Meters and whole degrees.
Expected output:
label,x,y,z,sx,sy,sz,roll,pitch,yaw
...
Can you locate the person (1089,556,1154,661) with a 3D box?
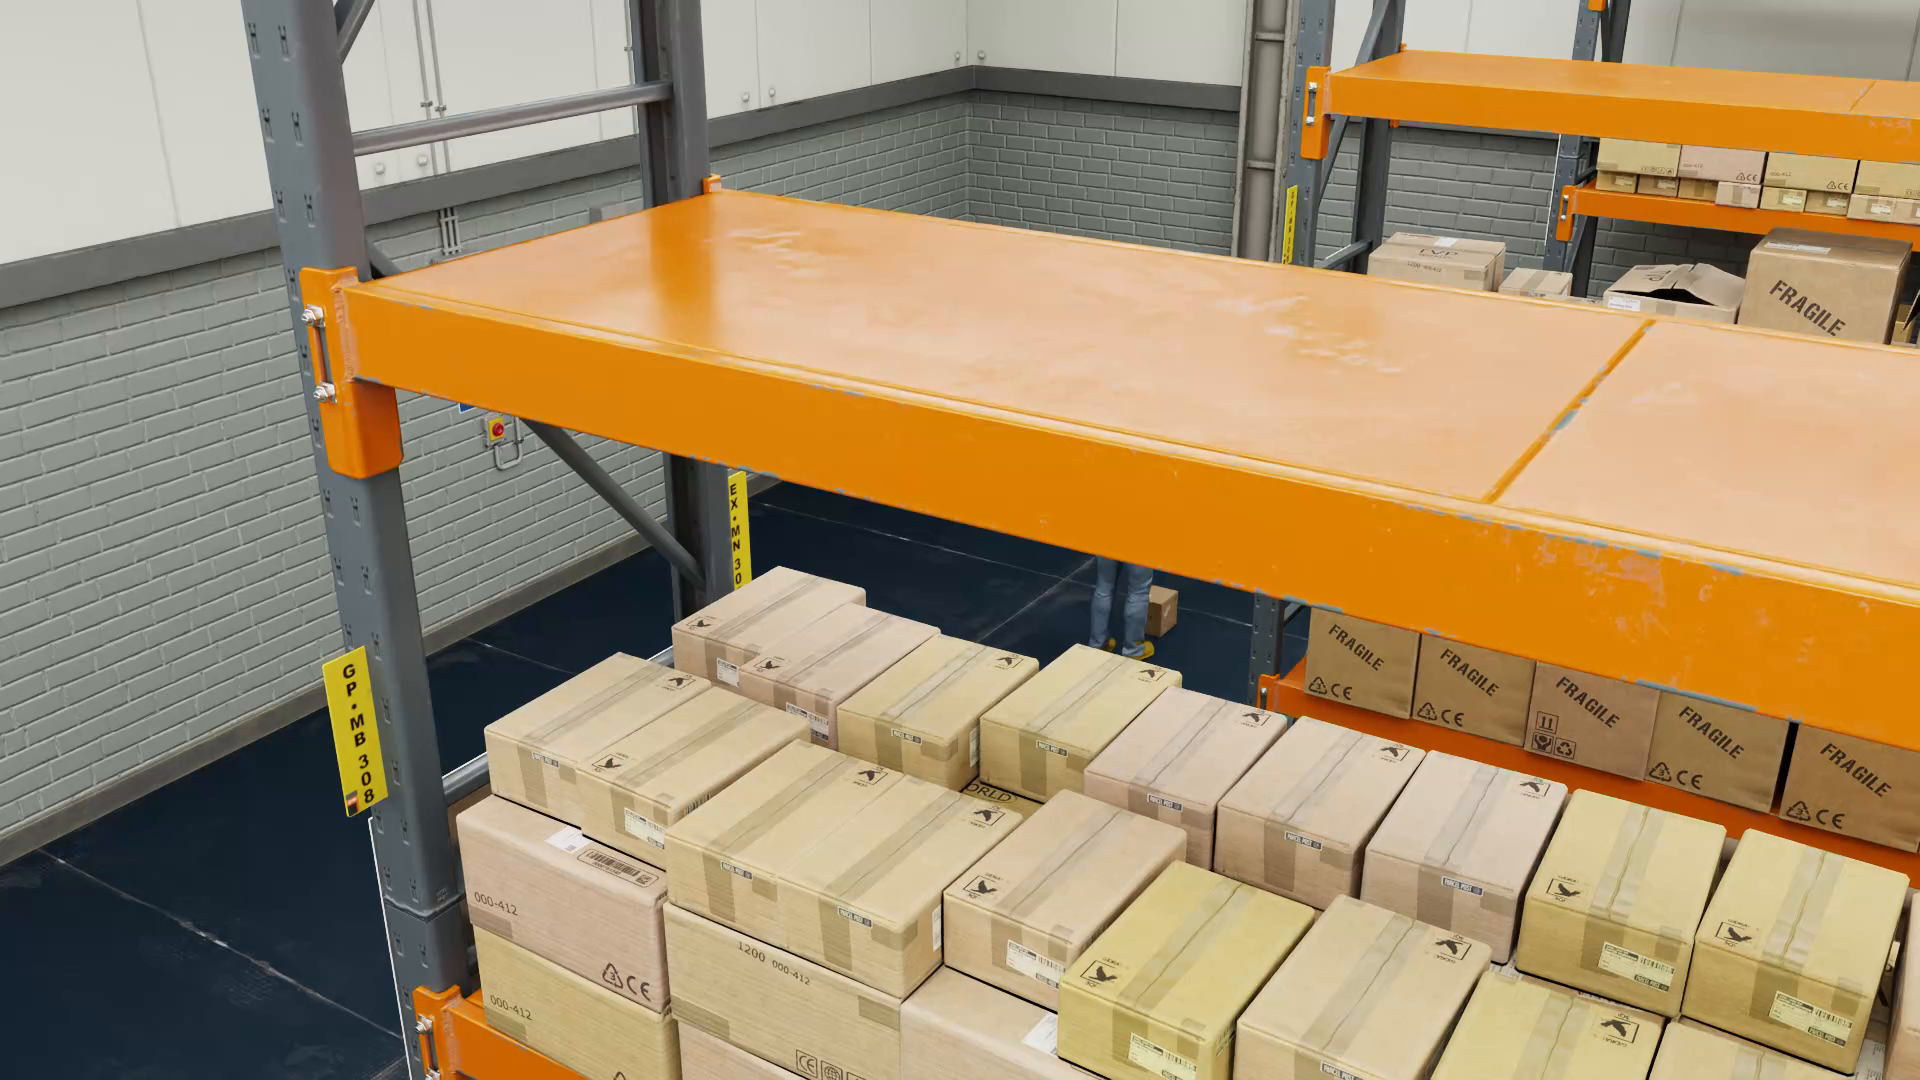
label,x,y,z,sx,sy,sz,roll,pitch,yaw
person,1.048,-0.047,10.685,0.563,1.777,0.362,14,27,30
